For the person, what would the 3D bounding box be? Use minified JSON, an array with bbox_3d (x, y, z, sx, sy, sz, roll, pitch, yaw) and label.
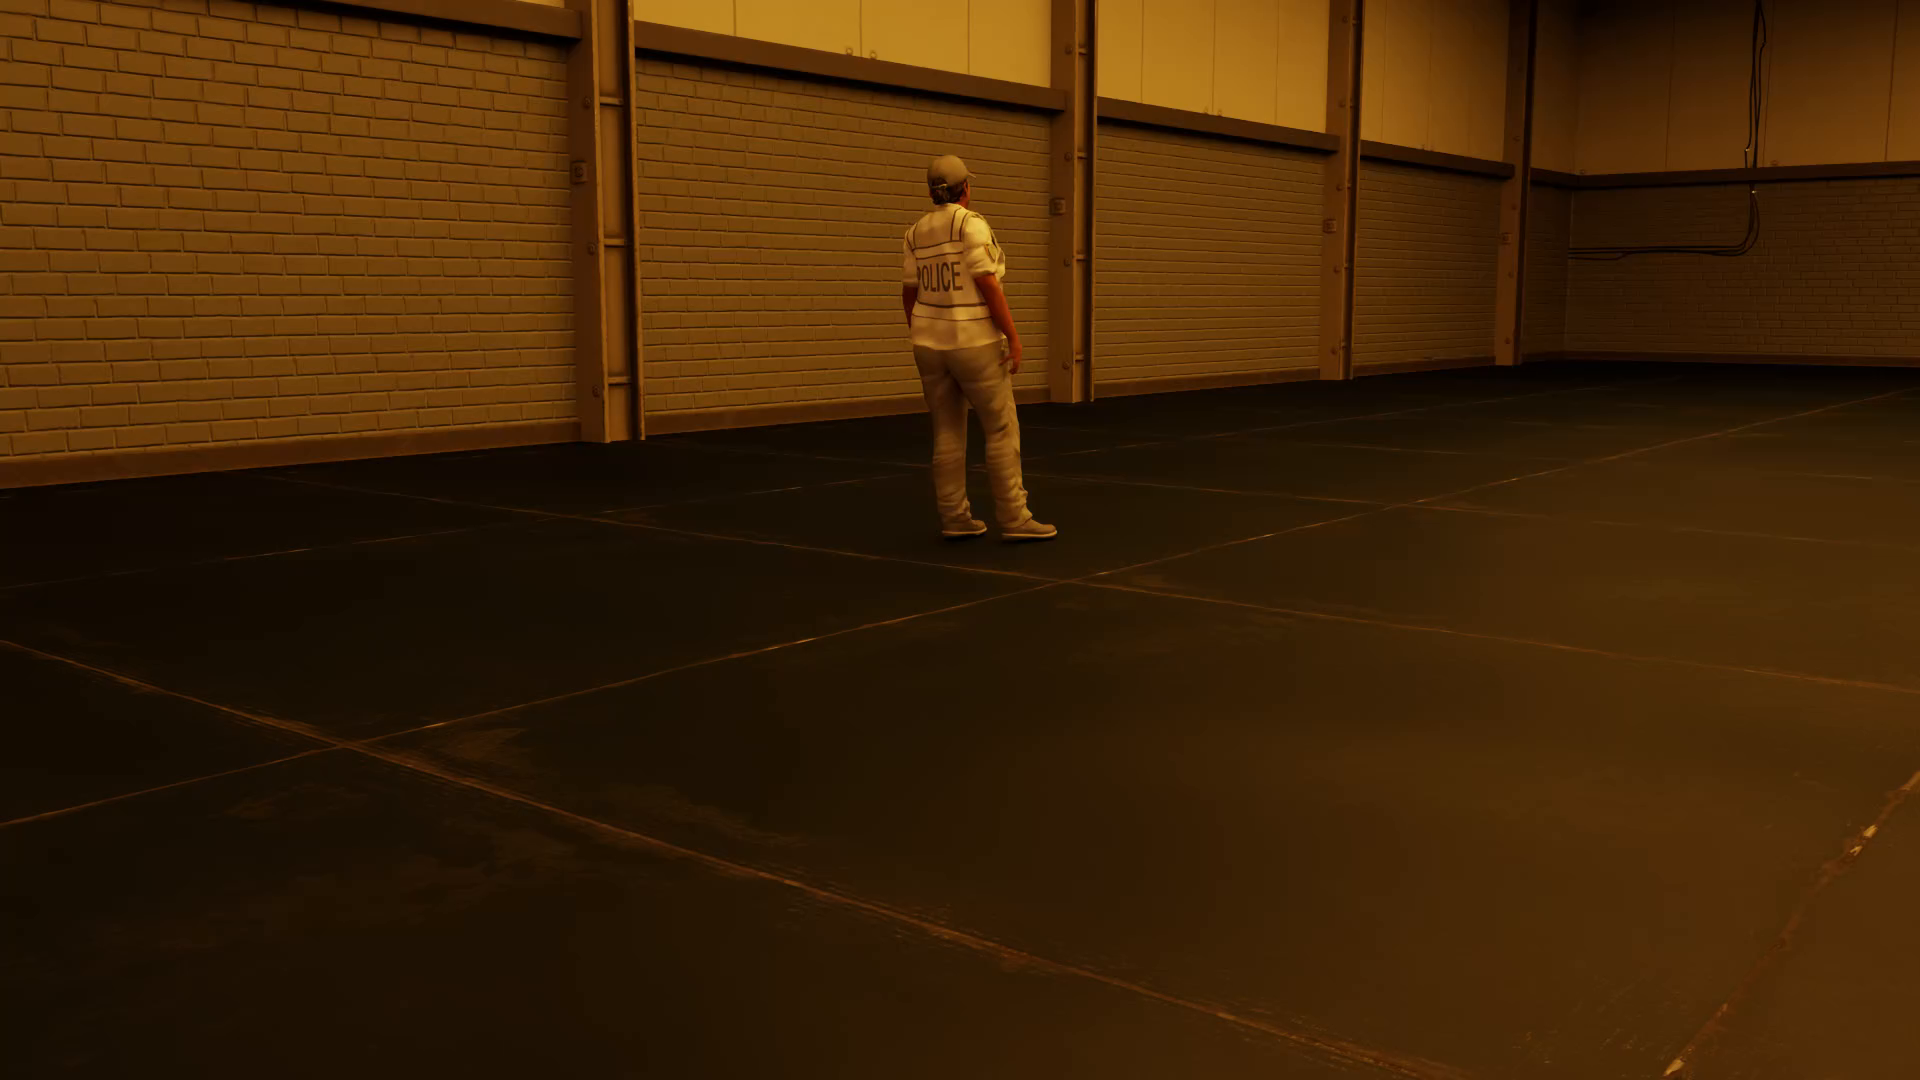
[{"bbox_3d":[0.066,-0.838,7.328,0.598,1.670,0.529,7,11,38],"label":"person"}]
